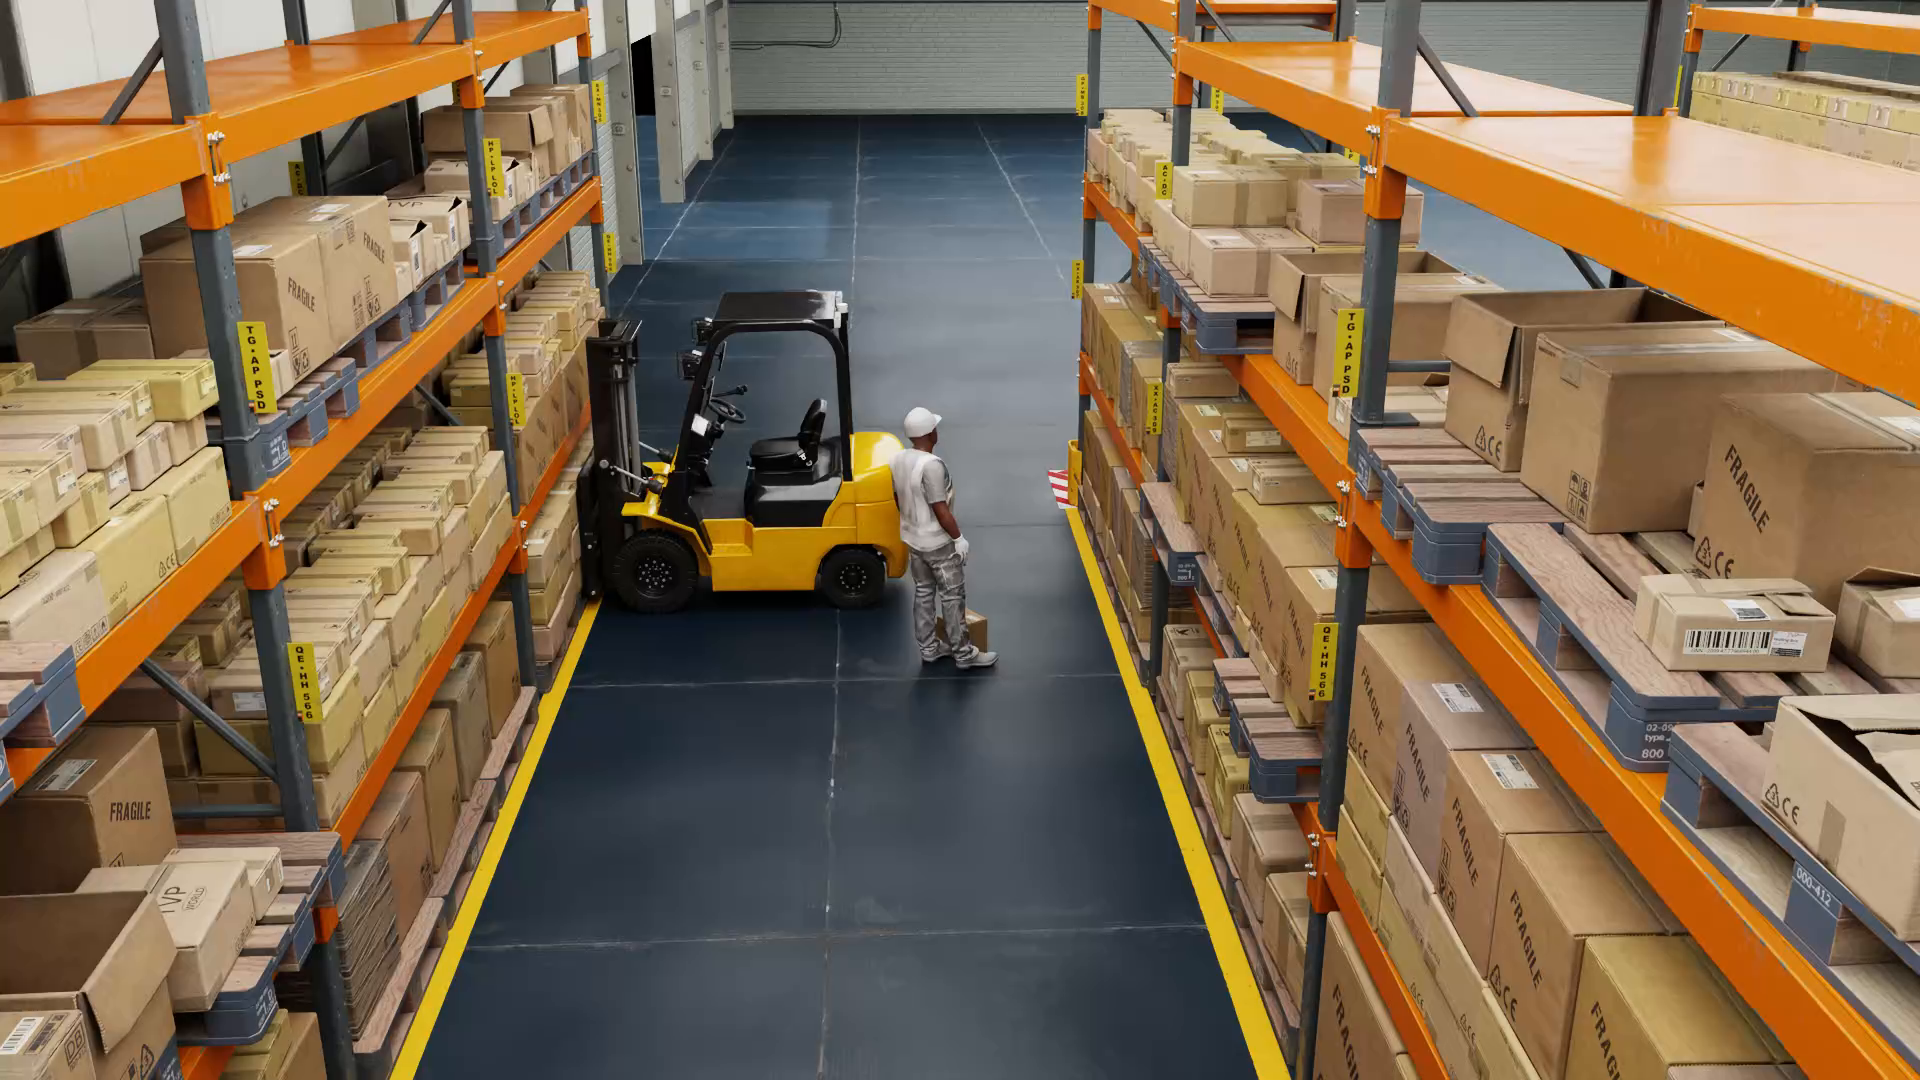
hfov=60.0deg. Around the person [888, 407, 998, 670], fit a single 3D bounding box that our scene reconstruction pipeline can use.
[{"bbox_3d":[-0.129,-0.030,11.100,0.576,1.784,0.657,-13,24,-32],"label":"person"}]
